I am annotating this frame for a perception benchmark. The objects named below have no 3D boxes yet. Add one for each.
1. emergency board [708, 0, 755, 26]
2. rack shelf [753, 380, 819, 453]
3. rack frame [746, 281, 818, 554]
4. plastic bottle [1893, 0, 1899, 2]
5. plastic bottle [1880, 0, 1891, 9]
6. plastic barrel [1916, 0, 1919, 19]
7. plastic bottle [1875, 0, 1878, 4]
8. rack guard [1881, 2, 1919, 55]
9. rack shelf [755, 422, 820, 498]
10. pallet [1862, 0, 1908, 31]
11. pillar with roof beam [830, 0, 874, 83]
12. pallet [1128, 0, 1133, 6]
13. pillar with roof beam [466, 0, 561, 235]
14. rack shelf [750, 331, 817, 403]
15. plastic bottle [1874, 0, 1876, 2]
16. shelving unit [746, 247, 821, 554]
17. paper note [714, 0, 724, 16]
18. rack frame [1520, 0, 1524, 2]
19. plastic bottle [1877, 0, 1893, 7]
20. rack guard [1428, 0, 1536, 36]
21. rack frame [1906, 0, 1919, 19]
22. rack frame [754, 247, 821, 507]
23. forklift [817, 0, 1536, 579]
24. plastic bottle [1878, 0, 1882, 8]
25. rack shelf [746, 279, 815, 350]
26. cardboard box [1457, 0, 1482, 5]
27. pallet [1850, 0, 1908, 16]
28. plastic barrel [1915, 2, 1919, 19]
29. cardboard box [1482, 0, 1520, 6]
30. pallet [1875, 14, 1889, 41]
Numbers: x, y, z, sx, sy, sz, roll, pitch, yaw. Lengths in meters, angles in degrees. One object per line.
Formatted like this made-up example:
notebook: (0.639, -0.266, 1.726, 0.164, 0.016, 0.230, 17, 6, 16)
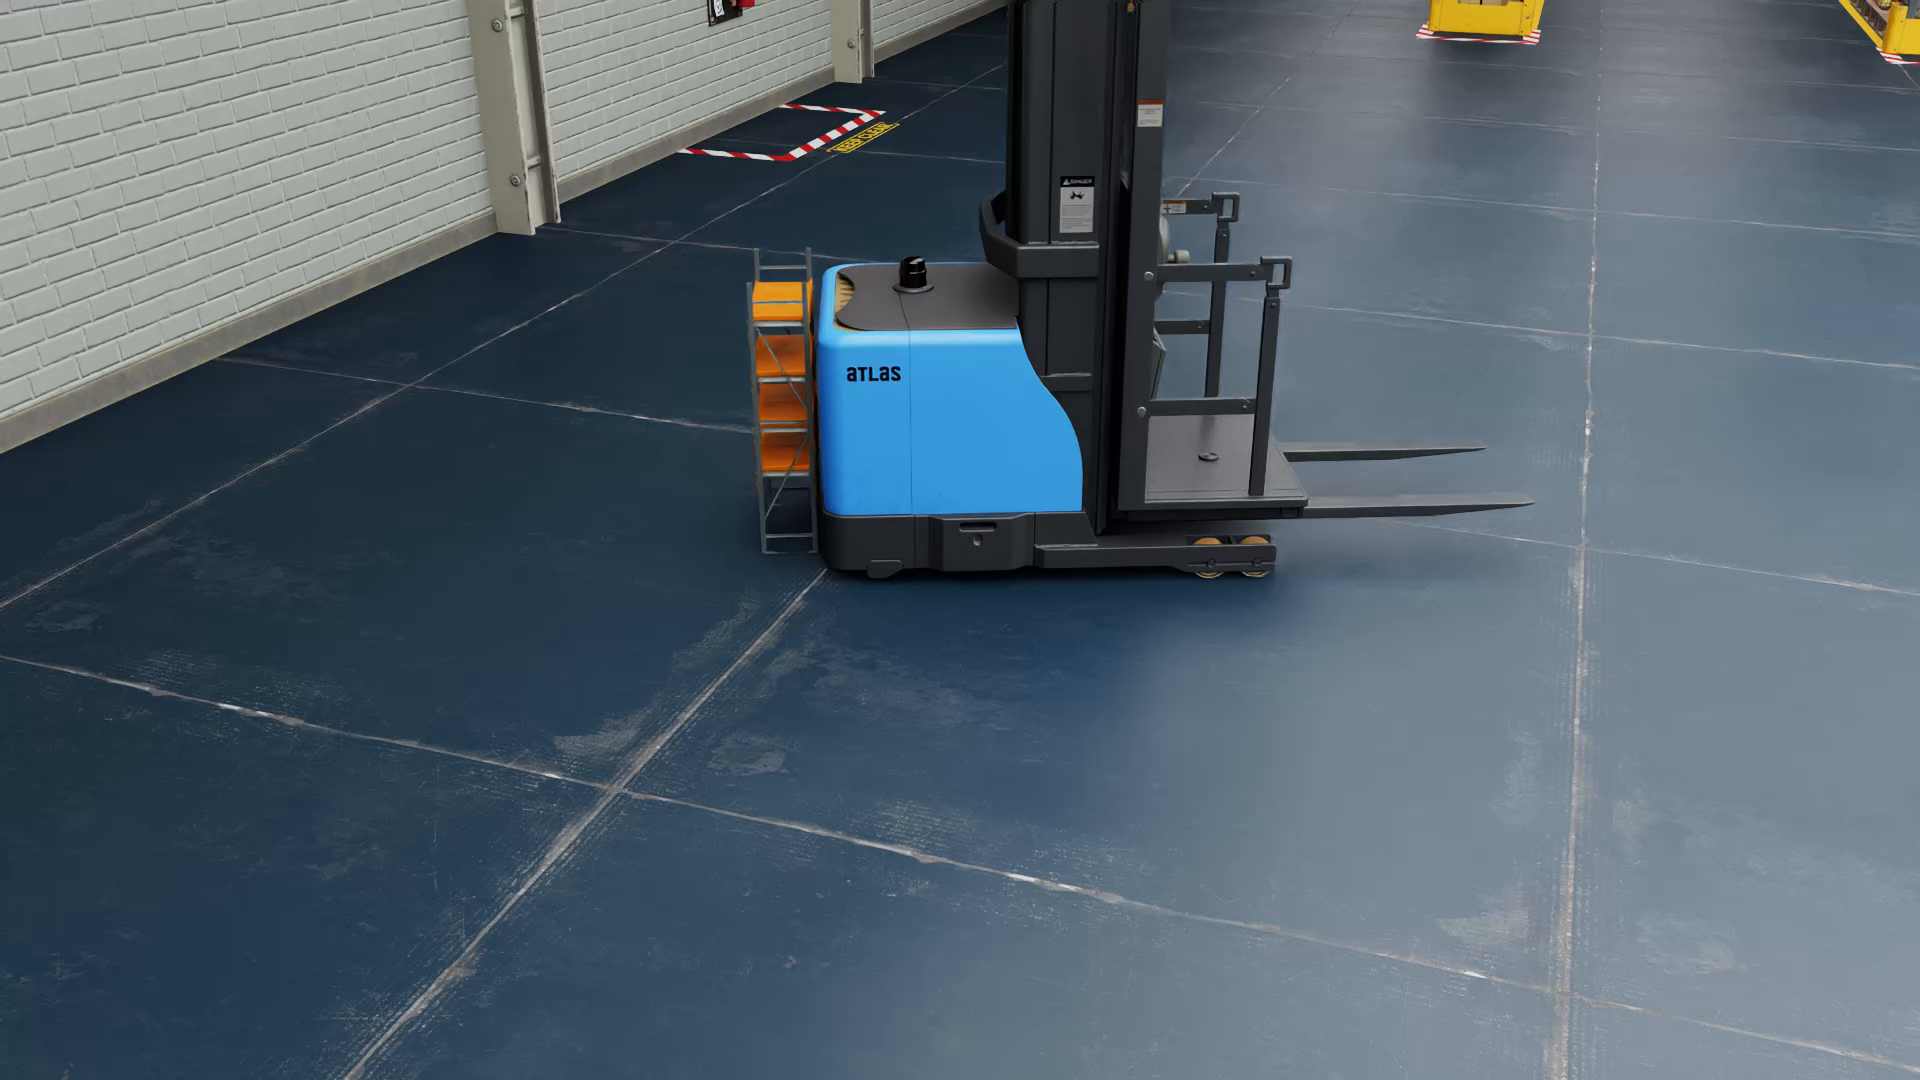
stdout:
emergency board: (-1.948, -5.047, 14.231, 0.194, 1.169, 0.643, 9, 27, 17)
rack shelf: (-0.742, -0.530, 7.122, 0.258, 0.148, 0.480, -1, 26, -3)
rack frame: (-0.729, -0.484, 6.873, 0.240, 1.200, 0.015, -1, 26, -3)
plastic bottle: (11.240, -6.551, 19.950, 0.061, 0.283, 0.133, 9, 27, 17)
plastic bottle: (11.030, -6.429, 19.793, 0.097, 0.201, 0.097, 0, 26, 0)
plastic barrel: (10.979, -6.023, 18.621, 0.421, 0.512, 0.421, 0, 26, 0)
plastic bottle: (11.186, -6.620, 20.101, 0.152, 0.276, 0.135, 8, 27, 16)
rack guard: (10.813, -5.586, 18.213, 1.175, 0.500, 0.348, 9, 27, 17)
rack shelf: (-0.741, -0.351, 7.209, 0.258, 0.148, 0.480, -1, 26, -3)
pallet: (11.496, -6.288, 19.996, 1.003, 0.211, 1.213, 9, 27, 17)
pillar with roof beam: (2.970, -8.133, 13.721, 9.100, 9.000, 0.400, 9, 27, 17)
pallet: (1.819, -7.214, 21.908, 1.003, 0.211, 1.213, 9, 27, 17)
pillar with roof beam: (0.973, -5.667, 8.628, 9.100, 9.000, 0.400, 9, 27, 17)
rack shelf: (-0.742, -0.731, 7.025, 0.258, 0.148, 0.480, -1, 26, -3)
plastic bottle: (11.237, -6.722, 20.226, 0.144, 0.351, 0.185, 10, 28, 20)
shelving unit: (-0.742, -0.591, 7.093, 0.258, 1.200, 0.503, -1, 26, -3)
paper note: (-2.072, -4.588, 14.294, 0.016, 0.148, 0.142, 9, 27, 17)
rack frame: (6.162, -7.392, 19.076, 1.000, 3.000, 0.127, 9, 27, 17)
plastic bottle: (11.139, -6.563, 19.983, 0.152, 0.276, 0.135, 9, 27, 18)
rack guard: (6.154, -6.258, 19.600, 1.175, 0.500, 0.348, 9, 27, 17)
rack frame: (10.832, -6.673, 17.589, 1.000, 3.000, 0.127, 9, 27, 17)
rack frame: (-0.754, -0.697, 7.312, 0.240, 1.200, 0.015, -1, 26, -3)
forklift: (0.921, -1.390, 6.757, 3.031, 2.935, 1.130, -1, 26, -3)
plastic bottle: (11.051, -6.517, 19.880, 0.061, 0.283, 0.133, 9, 27, 19)
rack shelf: (-0.742, -0.944, 6.921, 0.258, 0.148, 0.480, -1, 26, -3)
cardboard box: (6.062, -6.607, 20.127, 0.500, 0.250, 0.500, 9, 27, 17)
pallet: (11.900, -6.791, 21.034, 1.003, 0.211, 1.213, 9, 27, 17)
plastic barrel: (11.146, -6.229, 19.047, 0.421, 0.512, 0.421, 0, 26, 0)
cardboard box: (6.550, -6.532, 19.972, 0.500, 0.250, 0.500, 9, 27, 17)
pallet: (11.088, -5.789, 18.964, 1.003, 0.211, 1.213, 9, 27, 17)
